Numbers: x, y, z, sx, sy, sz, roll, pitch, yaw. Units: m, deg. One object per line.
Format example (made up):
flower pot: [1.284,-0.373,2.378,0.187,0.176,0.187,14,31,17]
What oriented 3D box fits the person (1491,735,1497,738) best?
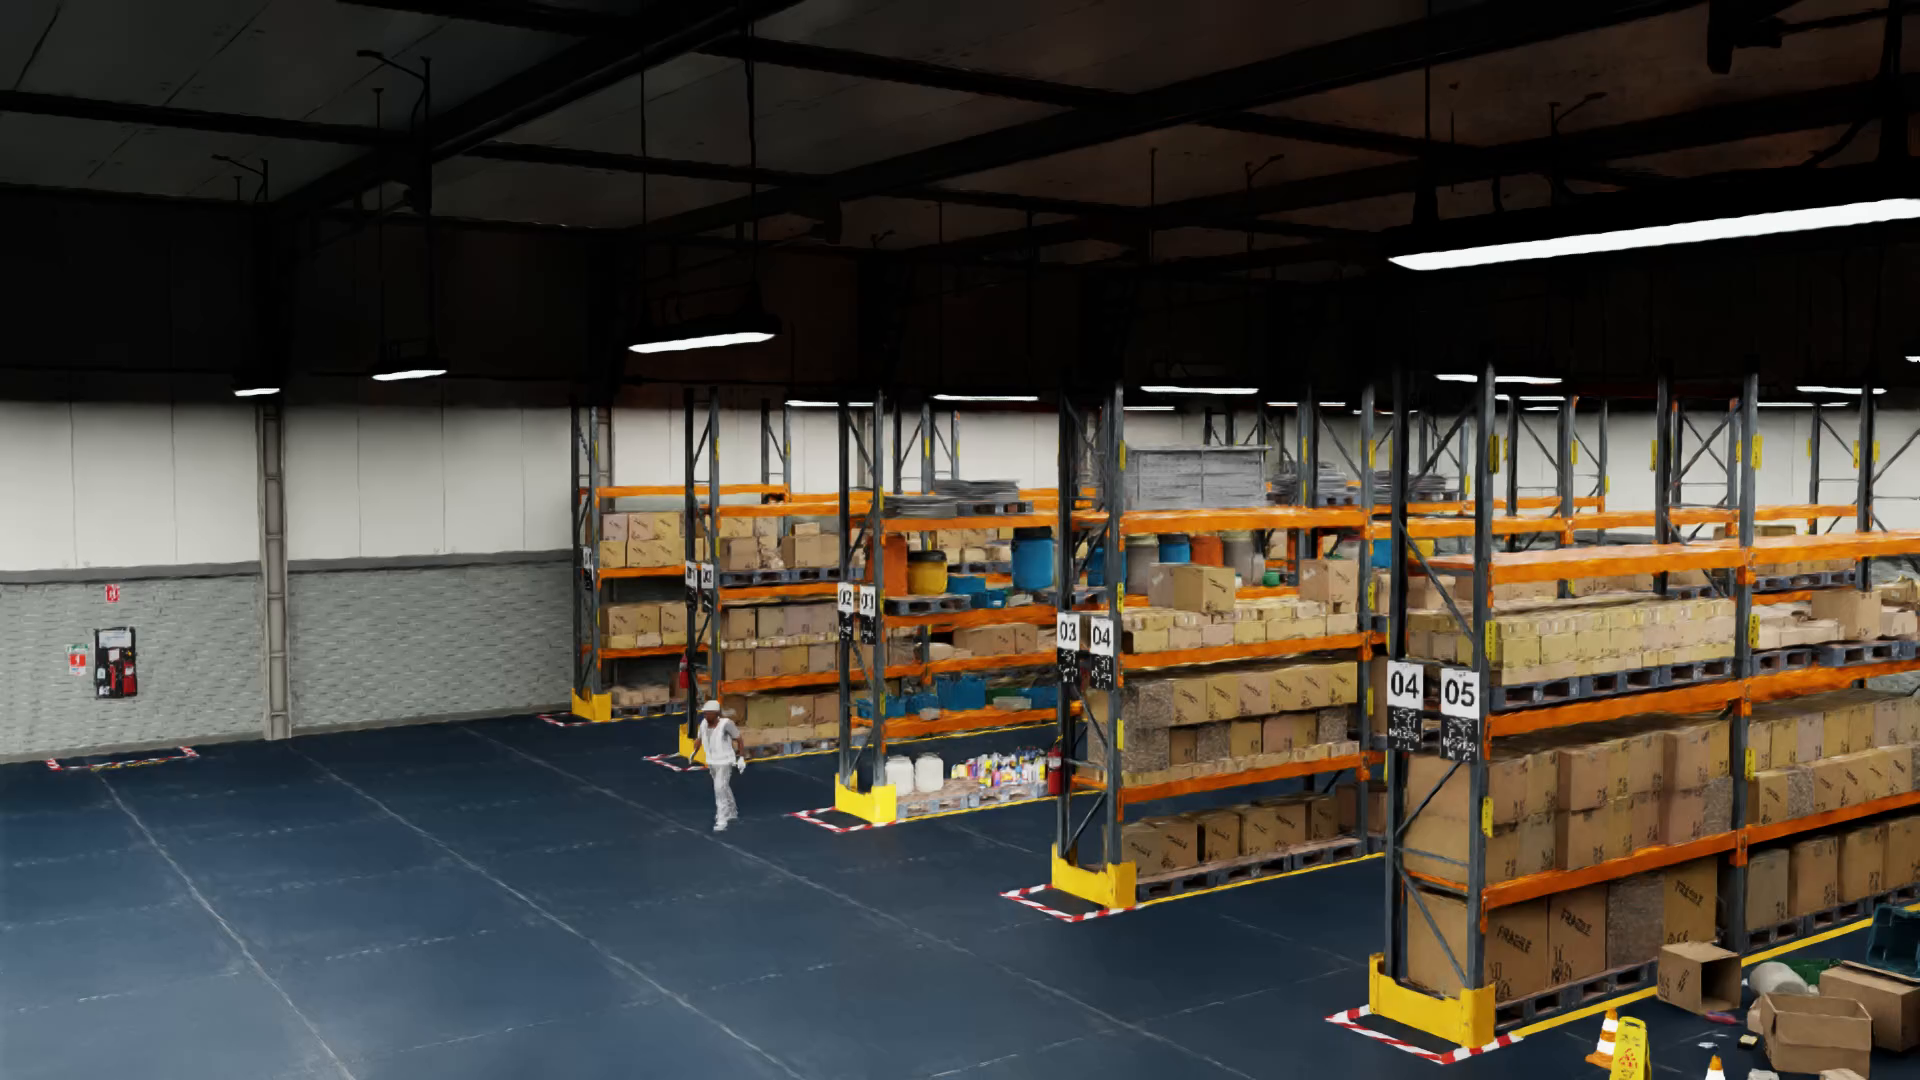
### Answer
person: [6.462,3.124,20.361,1.089,1.590,0.488,-3,4,-37]

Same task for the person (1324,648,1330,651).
person: [7.294,2.438,32.485,1.036,1.517,0.417,-2,4,-32]

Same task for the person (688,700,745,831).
person: [-3.194,2.964,22.178,0.703,1.718,0.843,3,4,39]
